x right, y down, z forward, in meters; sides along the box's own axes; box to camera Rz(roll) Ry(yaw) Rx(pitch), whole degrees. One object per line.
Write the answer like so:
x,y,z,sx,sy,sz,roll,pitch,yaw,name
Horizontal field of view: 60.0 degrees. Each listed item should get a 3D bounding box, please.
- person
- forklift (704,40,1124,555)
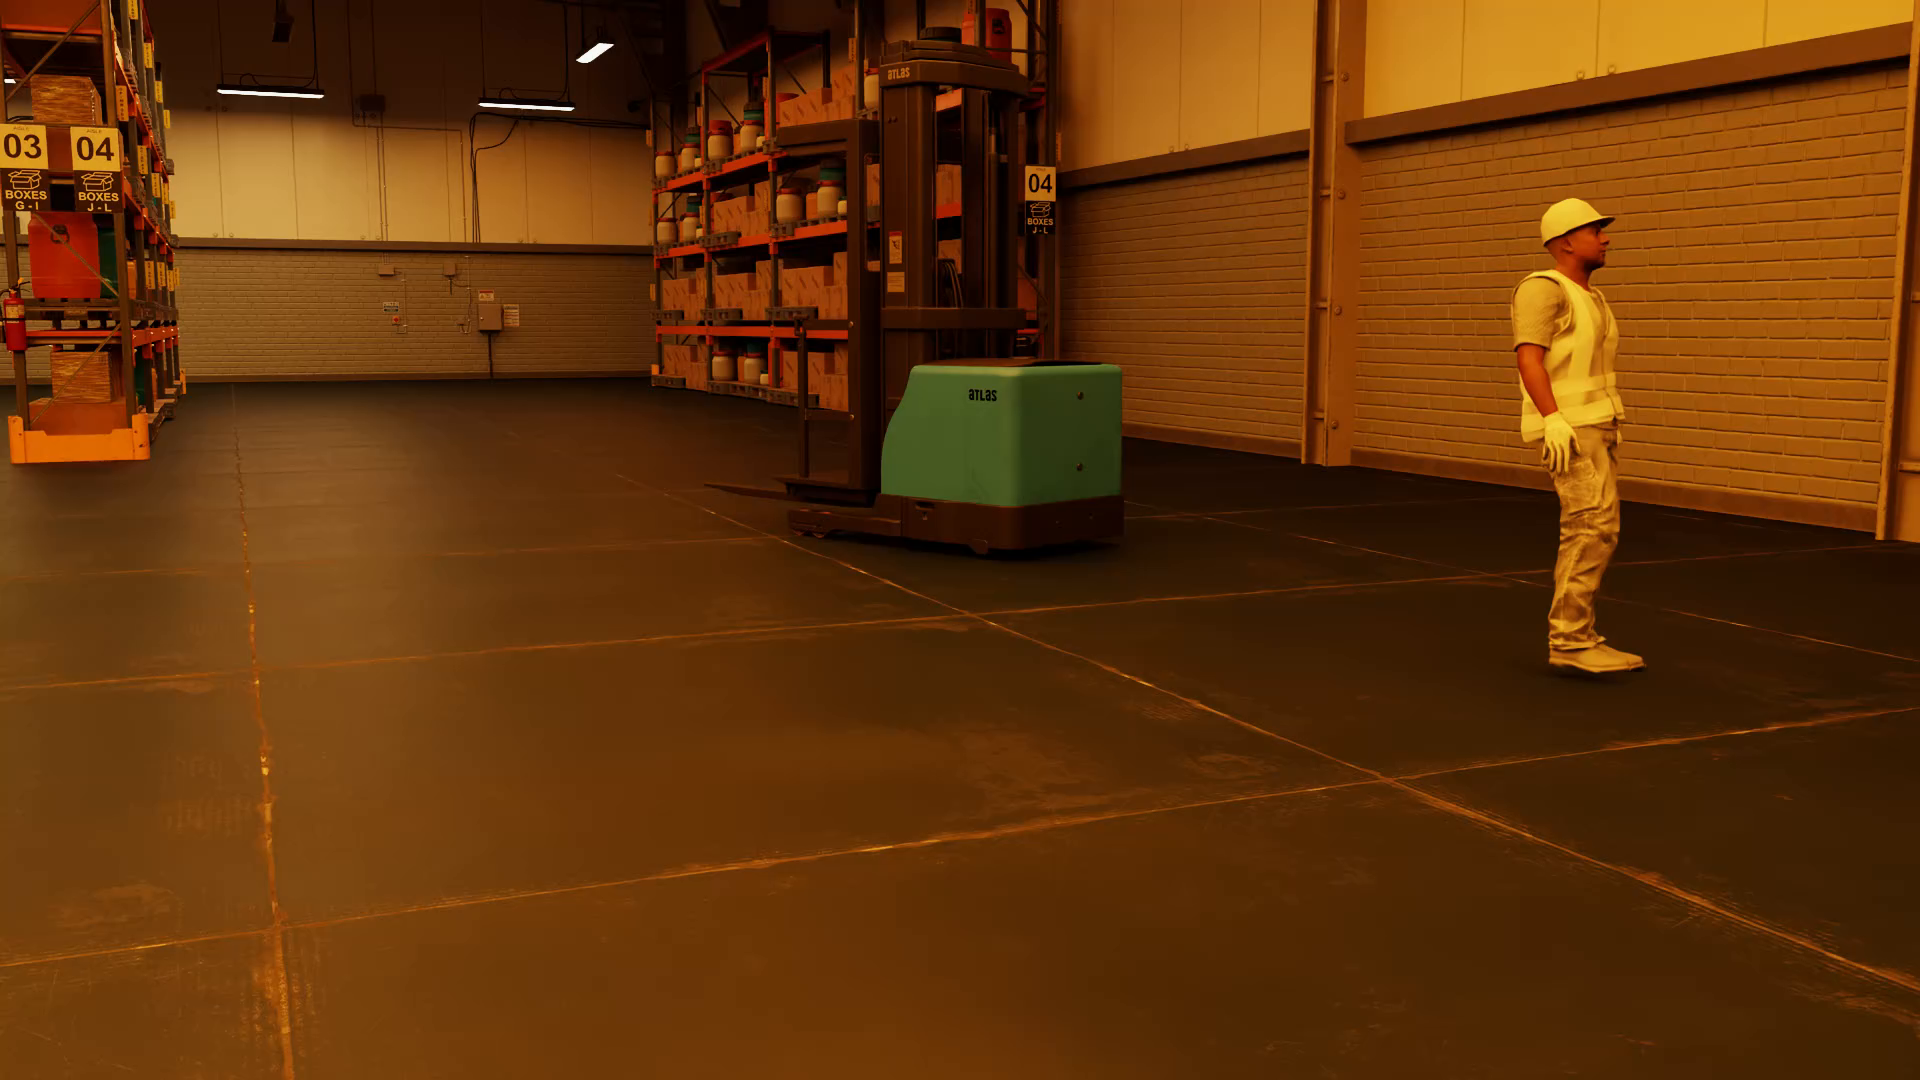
2.386,-0.392,6.302,0.544,1.789,0.652,7,10,41,person
-0.436,-1.509,10.383,3.031,2.935,1.130,7,10,44,forklift
